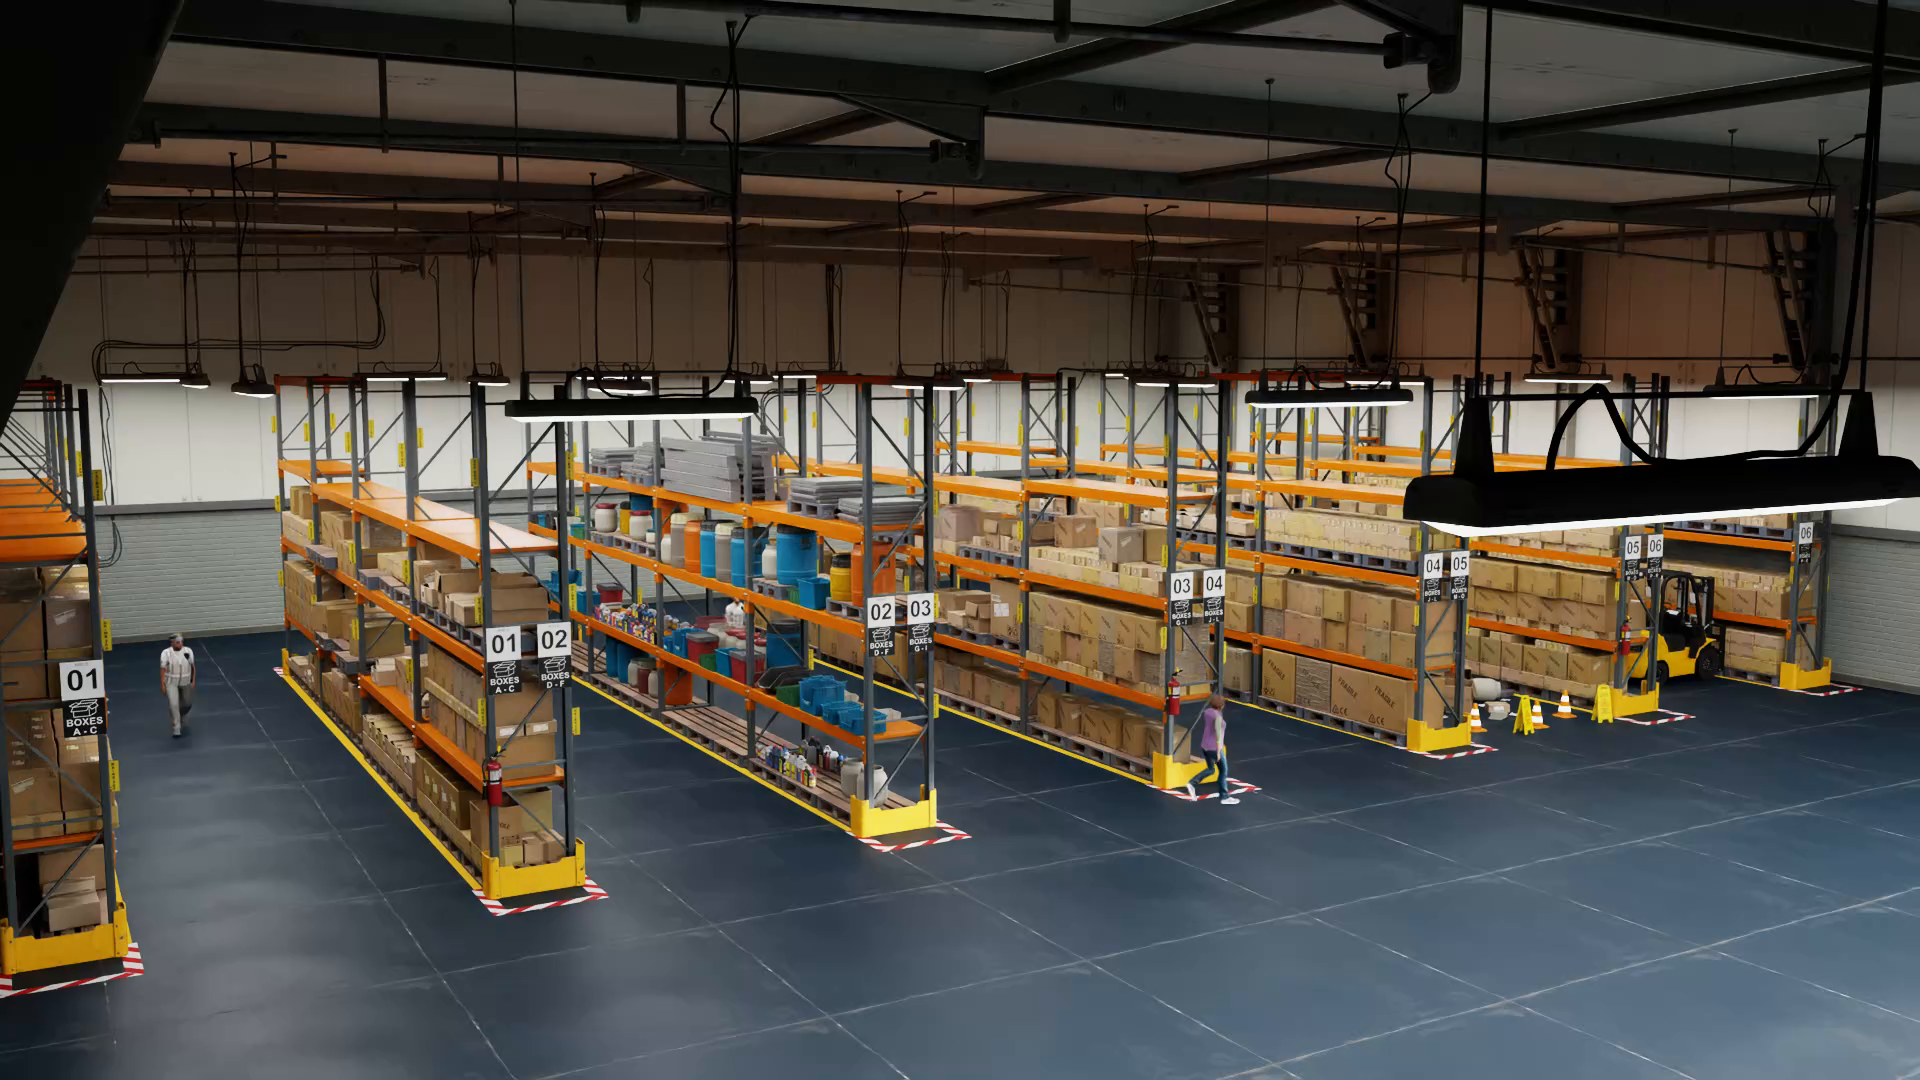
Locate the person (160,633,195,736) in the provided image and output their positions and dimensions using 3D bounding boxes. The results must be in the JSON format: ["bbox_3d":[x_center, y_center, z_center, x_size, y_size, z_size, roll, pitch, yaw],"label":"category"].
[{"bbox_3d":[-13.239,2.390,28.140,0.544,1.711,0.971,-4,7,-33],"label":"person"}]

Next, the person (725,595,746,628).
[{"bbox_3d":[-4.493,1.815,33.753,0.502,1.620,1.035,-5,8,-41],"label":"person"}]

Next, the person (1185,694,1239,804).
[{"bbox_3d":[3.574,2.963,23.590,0.754,1.574,0.454,-2,7,-18],"label":"person"}]
